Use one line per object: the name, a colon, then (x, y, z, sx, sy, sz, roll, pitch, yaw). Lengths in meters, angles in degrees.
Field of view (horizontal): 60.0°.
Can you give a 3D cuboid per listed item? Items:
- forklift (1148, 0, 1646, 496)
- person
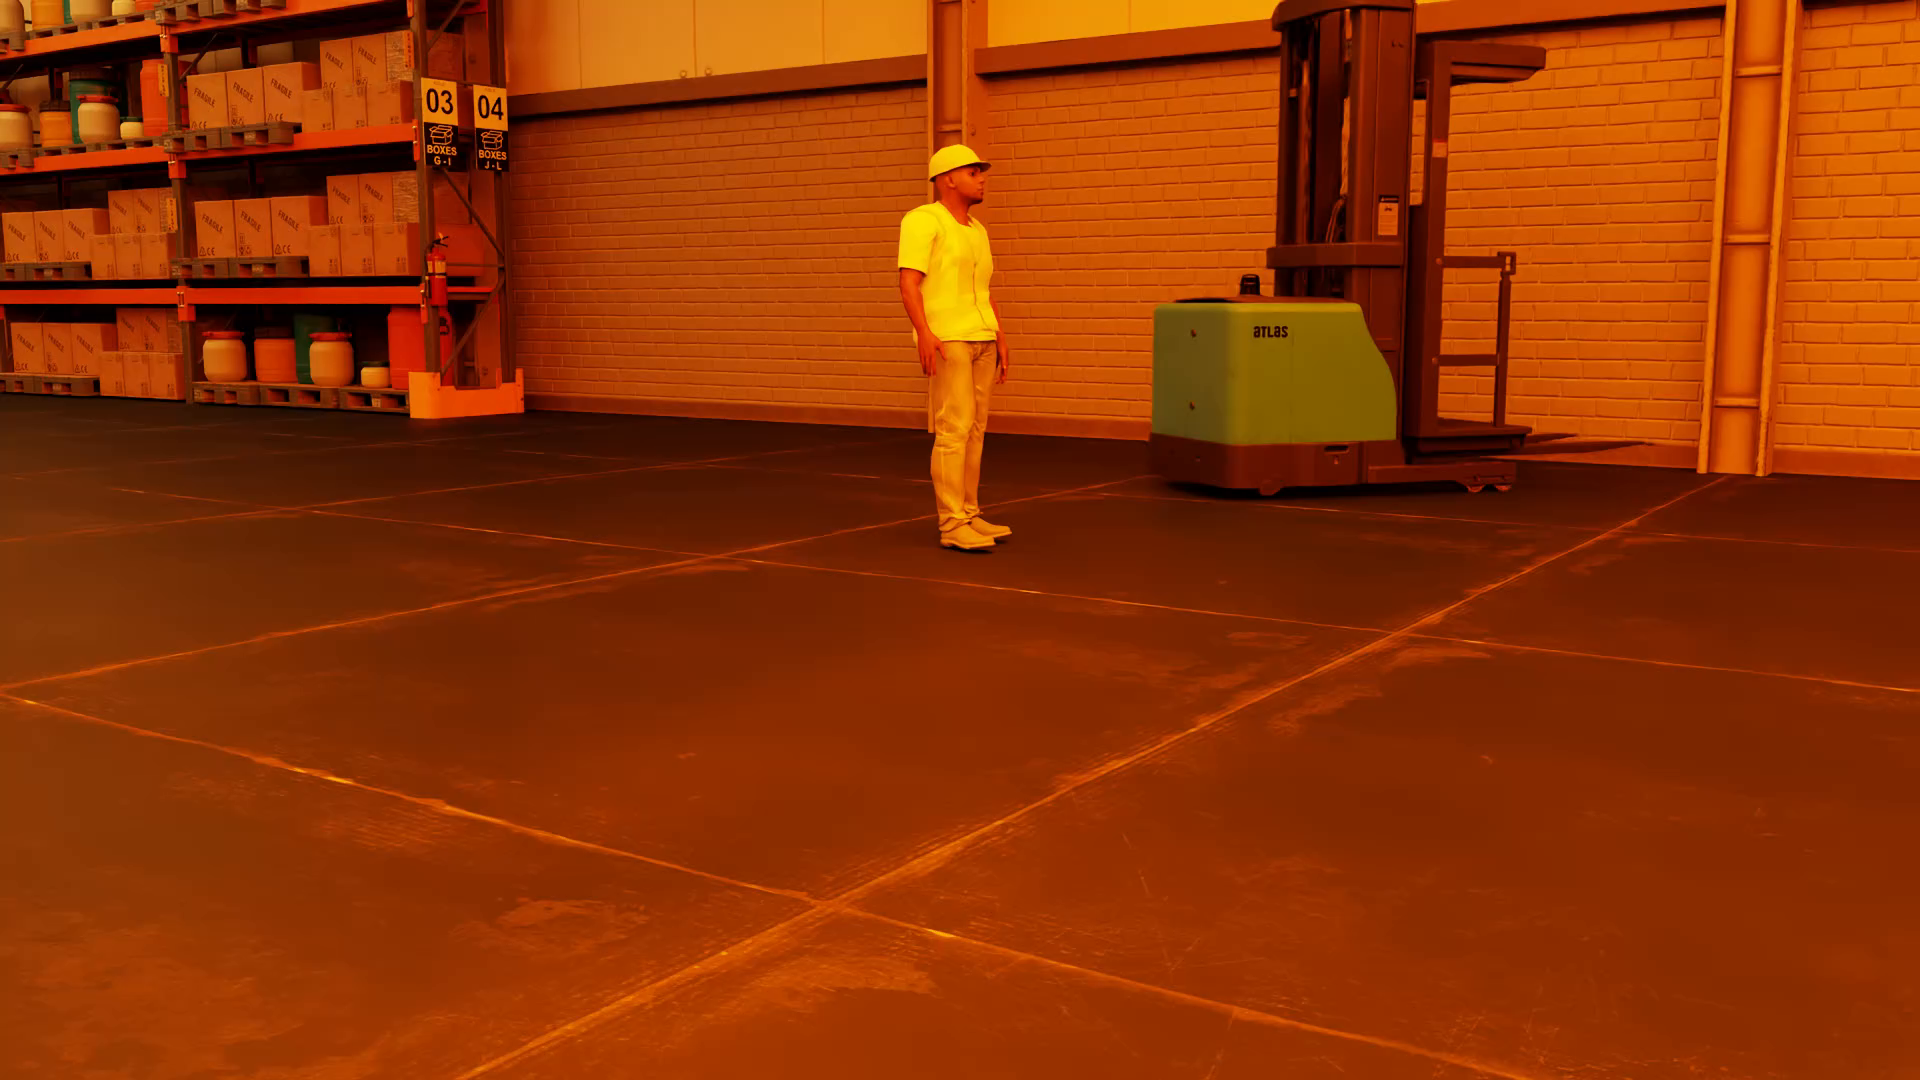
forklift: (2.693, -1.797, 9.831, 3.031, 2.935, 1.130, -3, 9, -21)
person: (0.054, -0.876, 7.435, 0.577, 1.765, 0.665, 5, 10, 34)
